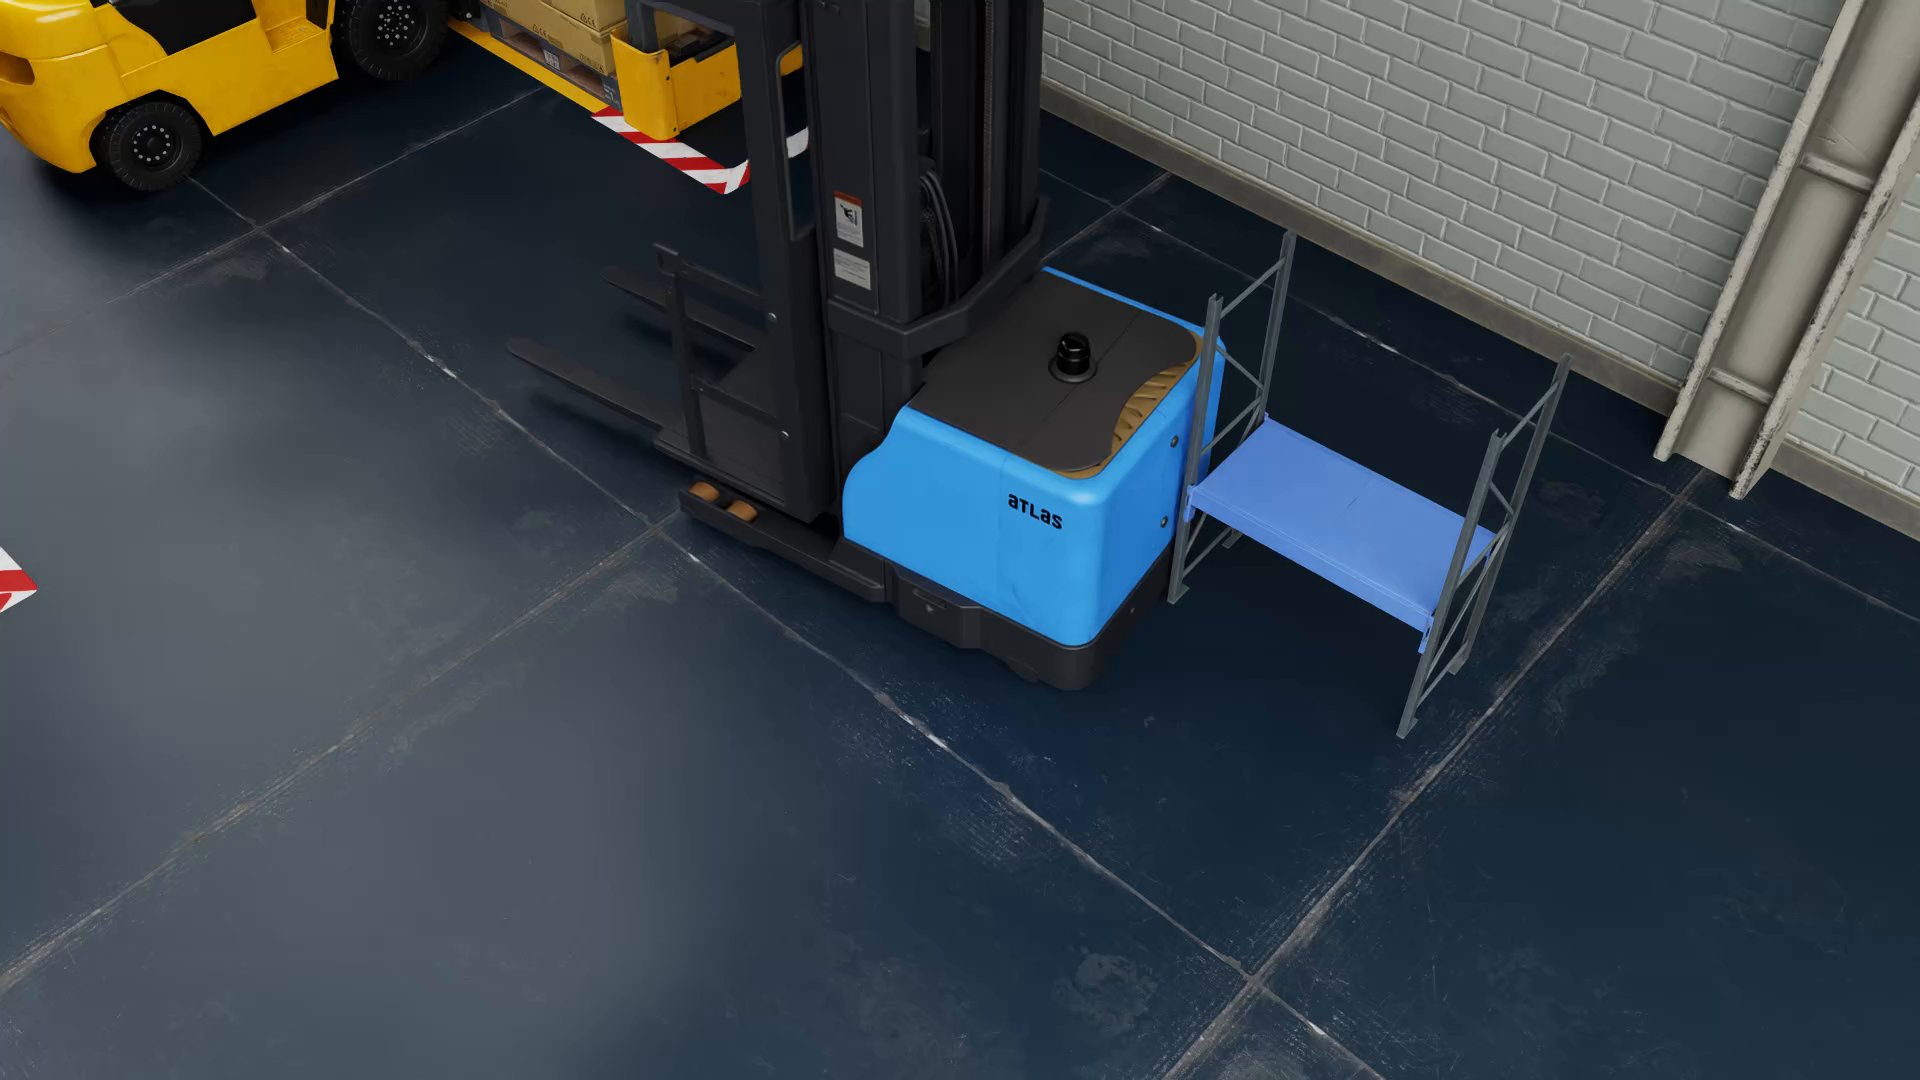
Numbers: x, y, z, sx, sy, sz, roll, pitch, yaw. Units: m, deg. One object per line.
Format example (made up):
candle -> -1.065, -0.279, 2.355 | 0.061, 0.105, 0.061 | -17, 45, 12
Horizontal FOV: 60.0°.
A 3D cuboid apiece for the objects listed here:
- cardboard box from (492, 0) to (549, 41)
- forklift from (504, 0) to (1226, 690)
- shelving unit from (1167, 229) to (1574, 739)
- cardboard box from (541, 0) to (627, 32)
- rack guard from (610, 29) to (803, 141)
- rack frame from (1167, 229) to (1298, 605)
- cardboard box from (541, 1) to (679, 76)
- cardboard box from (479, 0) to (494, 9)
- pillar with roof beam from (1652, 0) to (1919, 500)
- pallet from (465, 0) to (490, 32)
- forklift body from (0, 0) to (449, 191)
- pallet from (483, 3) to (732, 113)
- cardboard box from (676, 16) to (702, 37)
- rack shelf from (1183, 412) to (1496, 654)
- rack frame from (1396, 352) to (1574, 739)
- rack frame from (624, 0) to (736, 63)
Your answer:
cardboard box -> -2.228, -3.026, 9.132 | 0.500, 0.250, 0.500 | 34, 55, 28
forklift -> -0.539, -1.295, 5.956 | 3.031, 2.935, 1.130 | 26, 52, 22
shelving unit -> 1.374, -0.169, 5.880 | 1.048, 1.500, 0.538 | 31, 54, 26
cardboard box -> -1.879, -2.957, 8.724 | 0.500, 0.250, 0.500 | 33, 55, 27
rack guard -> -1.292, -2.642, 8.888 | 0.348, 0.500, 1.175 | 34, 55, 28
rack frame -> 0.983, -0.407, 6.103 | 0.032, 1.500, 0.500 | 31, 54, 26
cardboard box -> -1.869, -2.775, 8.896 | 0.500, 0.250, 0.500 | 34, 56, 28
cardboard box -> -2.590, -3.279, 9.369 | 0.500, 0.250, 0.500 | 35, 56, 28
pillar with roof beam -> 0.279, -1.117, 1.627 | 0.400, 9.000, 9.100 | 34, 55, 28
pallet -> -2.792, -3.514, 9.905 | 1.213, 0.211, 1.003 | 34, 55, 28
forklift body -> -3.940, -3.180, 8.260 | 1.214, 2.155, 2.313 | 34, 55, 28
pallet -> -1.900, -2.911, 9.338 | 1.213, 0.211, 1.003 | 34, 55, 28
cardboard box -> -1.538, -3.060, 9.164 | 0.500, 0.250, 0.500 | 34, 56, 28
rack shelf -> 1.374, -0.046, 6.011 | 1.000, 0.185, 0.538 | 31, 54, 26
rack frame -> 1.764, 0.068, 5.658 | 0.032, 1.500, 0.500 | 31, 54, 26
rack frame -> -1.310, -3.510, 7.988 | 0.127, 3.000, 1.000 | 34, 55, 28
